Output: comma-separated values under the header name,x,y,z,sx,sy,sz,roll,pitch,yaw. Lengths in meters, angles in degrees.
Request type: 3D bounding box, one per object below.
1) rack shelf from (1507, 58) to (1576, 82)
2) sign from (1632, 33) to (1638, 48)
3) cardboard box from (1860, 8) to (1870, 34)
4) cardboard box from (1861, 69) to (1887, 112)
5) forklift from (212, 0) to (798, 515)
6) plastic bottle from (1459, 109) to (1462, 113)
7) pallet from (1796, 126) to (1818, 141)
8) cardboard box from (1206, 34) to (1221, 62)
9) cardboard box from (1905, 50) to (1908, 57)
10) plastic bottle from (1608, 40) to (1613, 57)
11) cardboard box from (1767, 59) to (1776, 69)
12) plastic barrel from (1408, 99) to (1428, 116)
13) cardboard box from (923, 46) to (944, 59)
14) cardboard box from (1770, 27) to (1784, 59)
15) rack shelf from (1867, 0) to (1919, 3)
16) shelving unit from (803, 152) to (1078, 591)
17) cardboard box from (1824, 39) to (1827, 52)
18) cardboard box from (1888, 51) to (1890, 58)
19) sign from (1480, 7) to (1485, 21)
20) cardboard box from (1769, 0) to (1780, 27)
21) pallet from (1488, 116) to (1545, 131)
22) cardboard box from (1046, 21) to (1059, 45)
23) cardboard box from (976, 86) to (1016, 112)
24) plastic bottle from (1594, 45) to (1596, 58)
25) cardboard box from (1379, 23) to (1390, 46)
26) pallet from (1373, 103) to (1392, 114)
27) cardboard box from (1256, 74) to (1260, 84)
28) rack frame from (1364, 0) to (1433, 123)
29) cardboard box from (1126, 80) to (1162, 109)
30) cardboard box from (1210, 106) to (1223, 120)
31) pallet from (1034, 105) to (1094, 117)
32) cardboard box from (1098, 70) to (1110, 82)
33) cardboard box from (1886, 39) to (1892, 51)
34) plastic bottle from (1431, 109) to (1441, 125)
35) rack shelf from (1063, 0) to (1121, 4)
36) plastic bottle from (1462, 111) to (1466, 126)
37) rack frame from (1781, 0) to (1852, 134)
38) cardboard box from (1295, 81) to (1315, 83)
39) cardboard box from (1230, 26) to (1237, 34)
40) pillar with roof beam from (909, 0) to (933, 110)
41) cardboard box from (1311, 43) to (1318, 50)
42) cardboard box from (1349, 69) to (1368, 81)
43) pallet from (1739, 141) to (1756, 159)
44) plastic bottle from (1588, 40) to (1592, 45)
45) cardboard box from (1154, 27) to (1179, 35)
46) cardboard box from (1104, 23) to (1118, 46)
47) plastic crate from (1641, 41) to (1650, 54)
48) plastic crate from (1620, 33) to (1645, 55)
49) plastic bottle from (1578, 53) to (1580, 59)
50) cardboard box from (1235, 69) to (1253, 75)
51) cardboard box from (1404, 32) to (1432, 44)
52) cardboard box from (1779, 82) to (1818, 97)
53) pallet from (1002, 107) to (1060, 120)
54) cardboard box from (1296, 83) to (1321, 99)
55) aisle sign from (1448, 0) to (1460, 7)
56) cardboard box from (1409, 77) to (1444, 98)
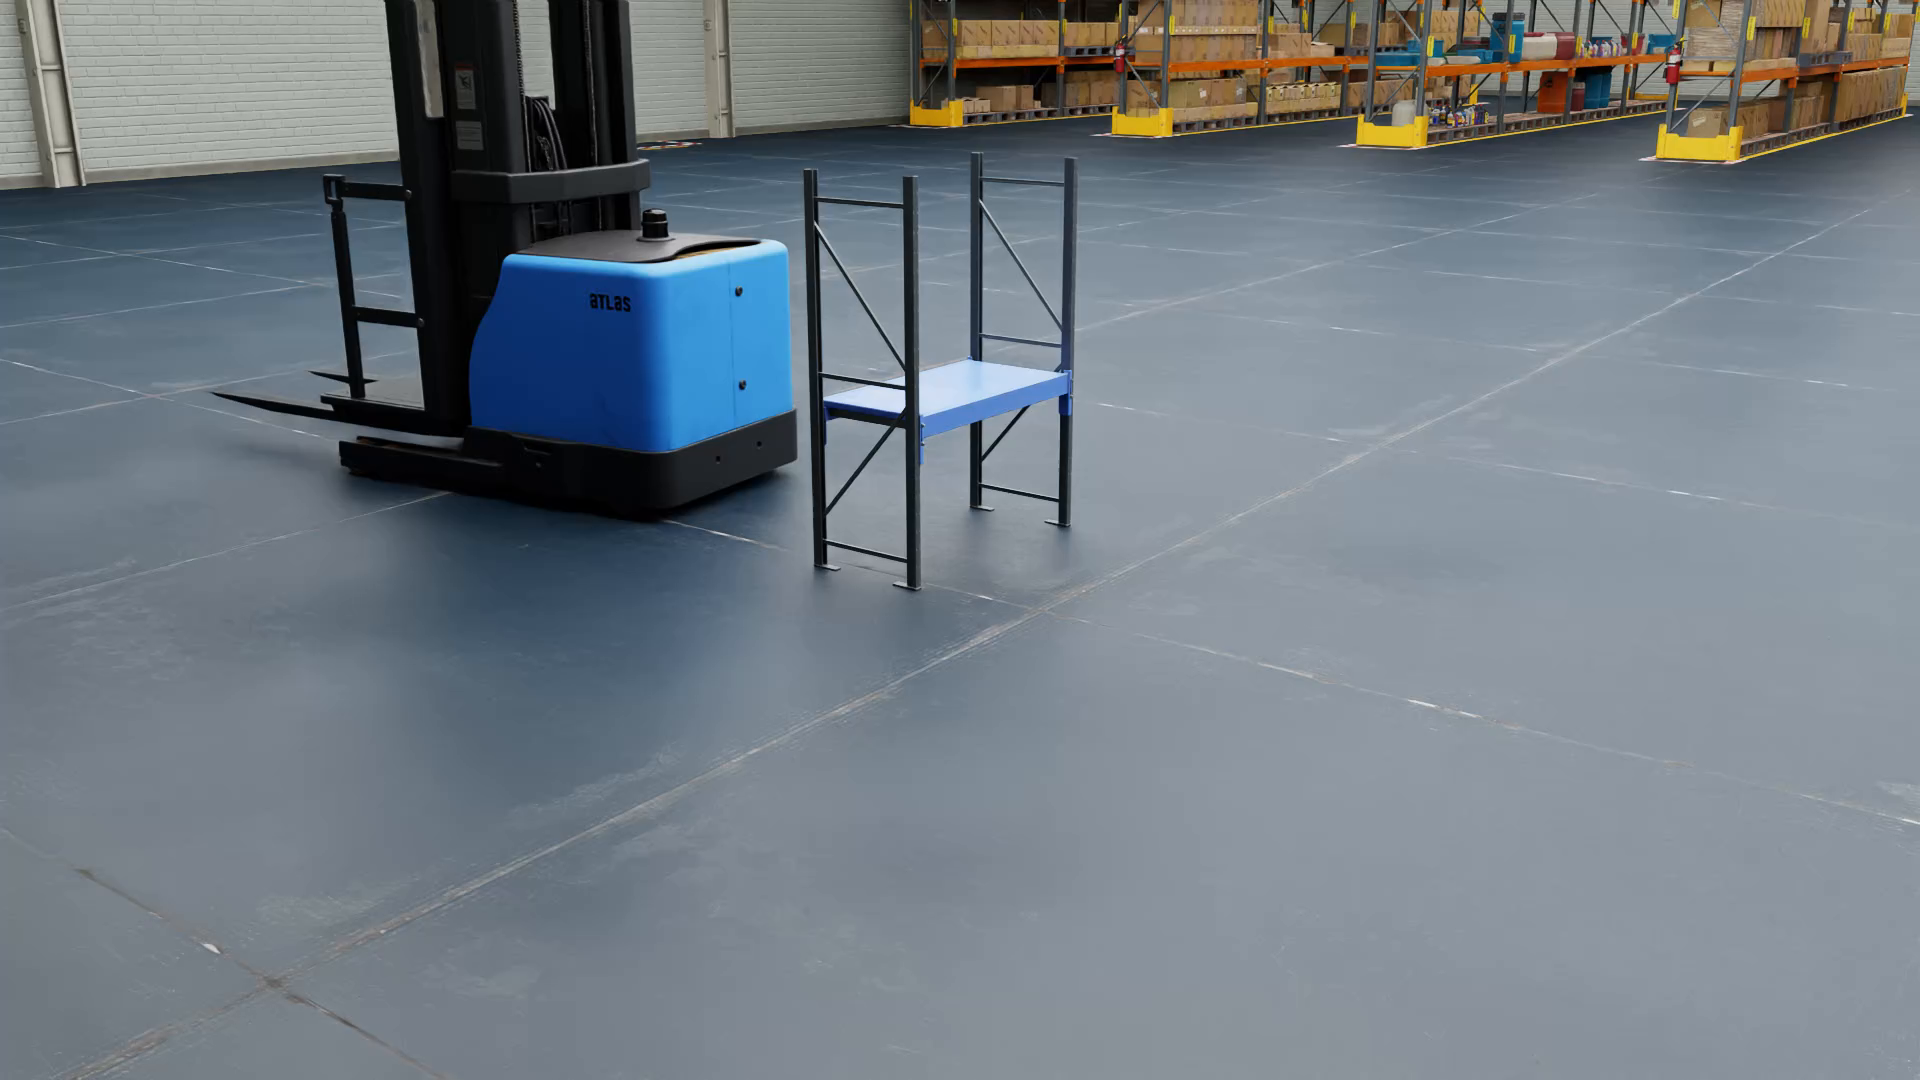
name,x,y,z,sx,sy,sz,roll,pitch,yaw
rack shelf,10.995,-9.300,32.848,1.077,0.370,4.000,12,21,35
sign,15.011,-11.108,36.988,0.100,0.325,0.005,12,21,35
cardboard box,17.756,-10.410,33.347,0.797,0.503,0.637,13,21,35
cardboard box,19.006,-9.527,35.239,0.875,0.875,0.875,12,21,35
forklift,-2.293,-1.802,7.603,3.031,2.935,1.130,9,20,28
plastic bottle,9.159,-7.734,30.430,0.061,0.283,0.133,12,21,35
pallet,14.971,-7.438,30.340,1.003,0.211,1.213,12,21,35
cardboard box,4.653,-9.617,32.486,0.700,0.500,0.500,13,22,36
cardboard box,20.830,-10.825,36.969,0.380,0.149,0.250,13,21,35
plastic bottle,14.175,-10.729,36.318,0.144,0.351,0.185,12,21,35
cardboard box,12.984,-7.715,26.952,0.380,0.149,0.250,12,21,35
plastic barrel,8.050,-7.517,29.379,0.421,0.512,0.421,0,17,0
cardboard box,-0.413,-10.049,34.265,0.500,0.250,0.500,13,21,35
cardboard box,12.920,-8.136,27.216,0.875,0.500,0.500,12,21,35
rack shelf,19.740,-11.763,35.721,1.077,0.370,4.000,12,21,35
shelving unit,-0.051,-0.696,6.456,0.538,1.500,1.048,12,21,35
cardboard box,15.388,-8.937,29.982,0.396,0.266,0.258,12,21,33
cardboard box,19.460,-10.278,35.206,0.380,0.149,0.250,12,21,33
sign,13.412,-13.503,42.683,0.100,0.325,0.005,12,21,35
cardboard box,12.545,-8.327,26.145,0.500,0.500,0.500,12,21,35
pallet,10.967,-8.322,33.185,1.003,0.211,1.213,12,21,35
cardboard box,1.814,-11.047,36.215,0.500,0.500,0.500,12,21,35
cardboard box,0.765,-9.433,35.533,0.700,0.500,0.500,11,20,31
plastic bottle,13.484,-10.403,35.402,0.097,0.271,0.097,0,17,0
cardboard box,9.591,-11.766,38.698,0.700,0.500,0.500,7,19,21
pallet,9.414,-10.125,38.993,1.003,0.211,1.213,12,21,35
cardboard box,7.751,-12.231,44.580,0.700,0.500,0.500,13,21,36
rack frame,7.420,-8.215,28.140,1.000,3.000,0.127,12,21,35
cardboard box,3.525,-8.517,31.776,0.500,0.500,0.500,12,21,35
cardboard box,4.838,-8.424,32.741,0.500,0.250,0.500,12,21,35
pallet,2.310,-9.772,37.857,1.003,0.211,1.213,12,21,35
cardboard box,3.151,-10.817,38.726,0.500,0.250,0.500,12,21,34
cardboard box,19.339,-10.452,35.093,0.500,0.250,0.500,12,21,34
plastic bottle,8.758,-7.792,30.627,0.152,0.276,0.135,12,21,35
rack shelf,3.039,-12.484,38.041,1.077,0.370,4.000,12,21,35
plastic bottle,9.135,-7.653,30.187,0.097,0.271,0.097,0,17,0
rack frame,16.165,-9.245,31.457,1.000,3.000,0.127,12,21,35
cardboard box,7.663,-10.079,37.125,0.500,0.311,0.500,13,22,37
cardboard box,5.230,-10.057,32.808,0.380,0.149,0.250,12,21,34
pillar with roof beam,2.644,-12.390,31.467,9.100,9.000,0.400,12,21,35
cardboard box,7.523,-10.775,36.534,0.500,0.311,0.500,12,21,34
cardboard box,9.216,-10.894,38.975,0.500,0.250,0.500,12,21,34
pallet,11.956,-6.213,26.396,1.003,0.211,1.213,12,21,35
plastic bottle,14.076,-11.013,37.234,0.144,0.351,0.185,12,21,35
cardboard box,3.851,-9.504,31.029,0.380,0.149,0.250,12,21,34
cardboard box,3.234,-11.715,38.498,0.700,0.500,0.500,12,21,35
plastic crate,15.628,-11.376,38.418,0.437,0.282,0.530,12,21,35
plastic crate,15.304,-11.301,37.867,0.402,0.464,0.583,12,21,35
plastic bottle,12.854,-10.117,34.601,0.097,0.201,0.097,0,17,0
cardboard box,7.492,-12.350,43.867,0.380,0.149,0.250,13,22,37
cardboard box,11.117,-12.070,40.386,0.500,0.500,0.500,13,22,36
cardboard box,15.482,-8.327,30.708,0.500,0.250,0.500,16,23,41
pallet,1.475,-9.420,36.723,1.003,0.211,1.213,12,21,35
cardboard box,7.489,-9.739,36.030,0.500,0.311,0.500,12,21,34
aisle sign,12.783,-14.212,43.067,0.394,0.787,0.004,12,21,35
cardboard box,11.710,-11.416,41.914,0.797,0.503,0.637,12,21,35
